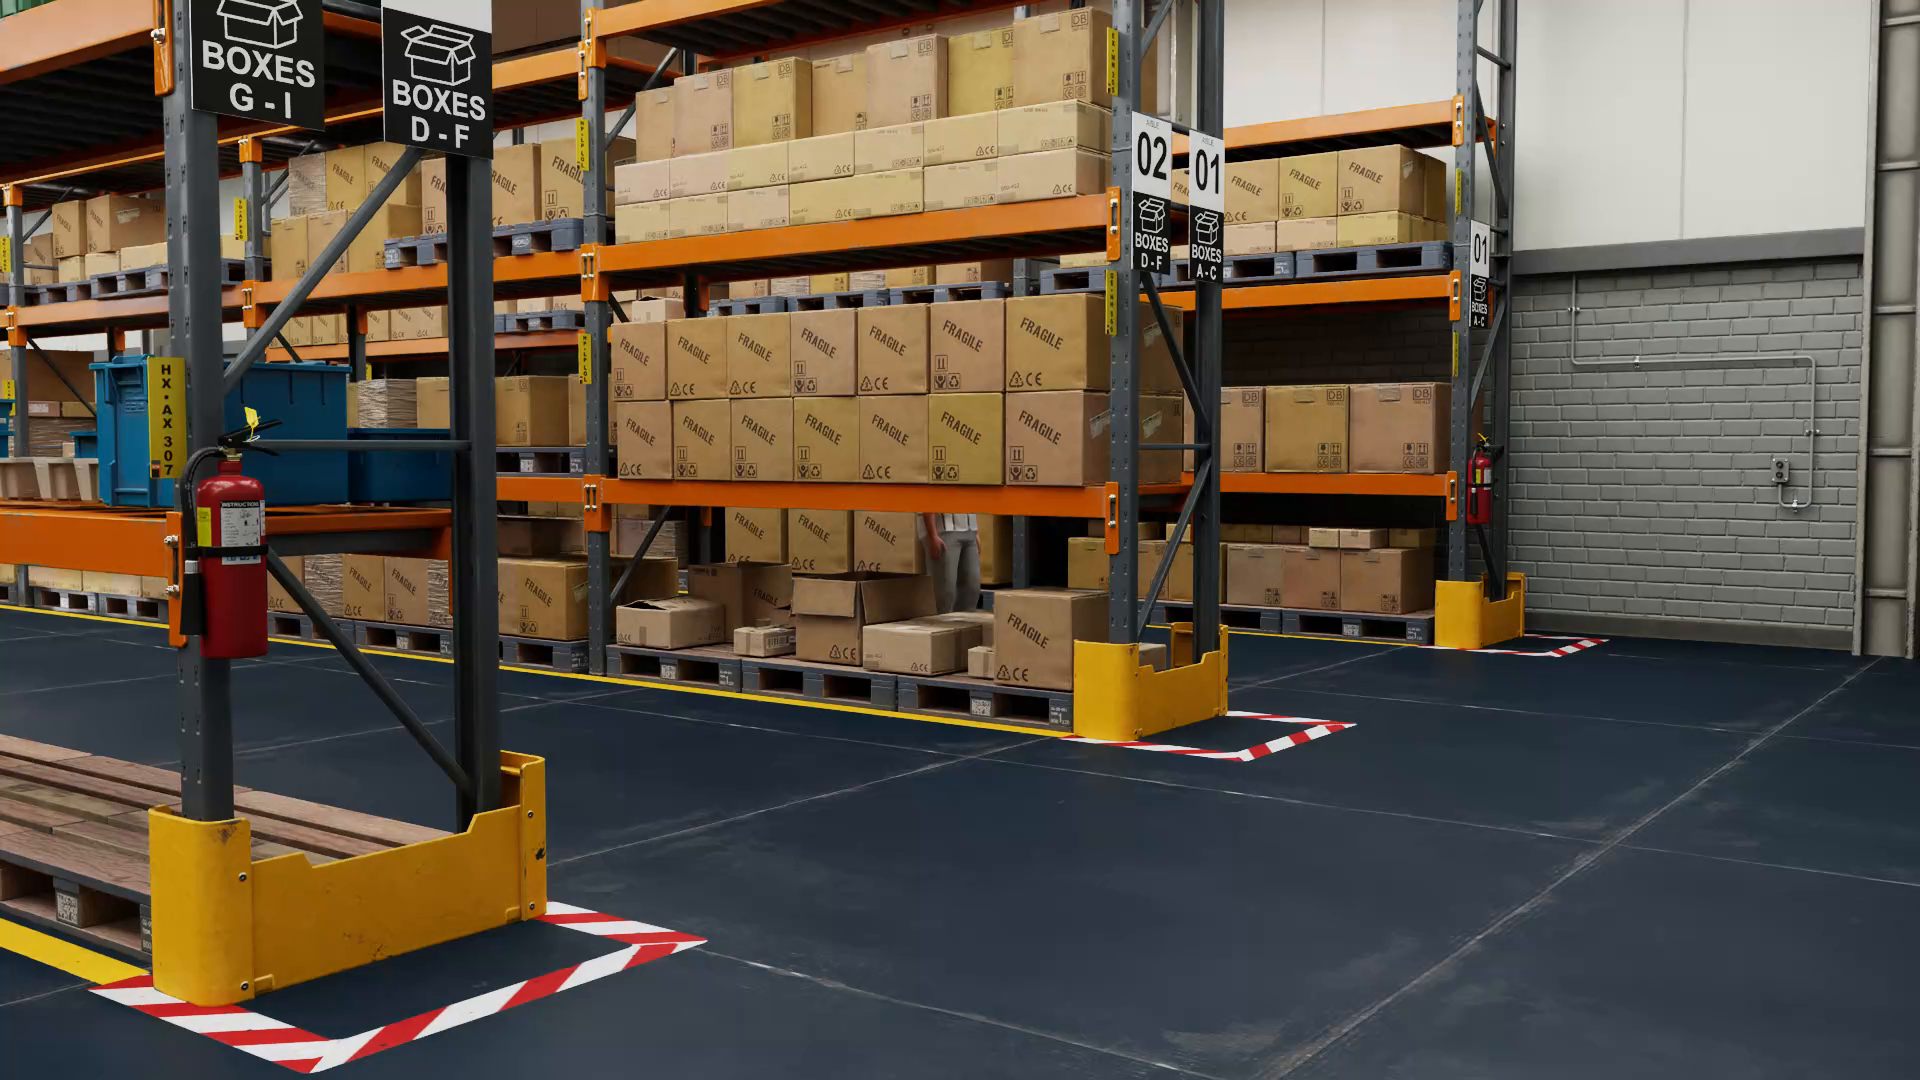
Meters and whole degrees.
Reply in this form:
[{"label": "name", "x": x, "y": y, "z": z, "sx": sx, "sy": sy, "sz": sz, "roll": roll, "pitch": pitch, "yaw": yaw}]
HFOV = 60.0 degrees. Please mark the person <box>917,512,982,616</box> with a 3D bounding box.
[{"label": "person", "x": -0.059, "y": -0.021, "z": 11.720, "sx": 0.436, "sy": 1.746, "sz": 0.590, "roll": 2, "pitch": 4, "yaw": 37}]
